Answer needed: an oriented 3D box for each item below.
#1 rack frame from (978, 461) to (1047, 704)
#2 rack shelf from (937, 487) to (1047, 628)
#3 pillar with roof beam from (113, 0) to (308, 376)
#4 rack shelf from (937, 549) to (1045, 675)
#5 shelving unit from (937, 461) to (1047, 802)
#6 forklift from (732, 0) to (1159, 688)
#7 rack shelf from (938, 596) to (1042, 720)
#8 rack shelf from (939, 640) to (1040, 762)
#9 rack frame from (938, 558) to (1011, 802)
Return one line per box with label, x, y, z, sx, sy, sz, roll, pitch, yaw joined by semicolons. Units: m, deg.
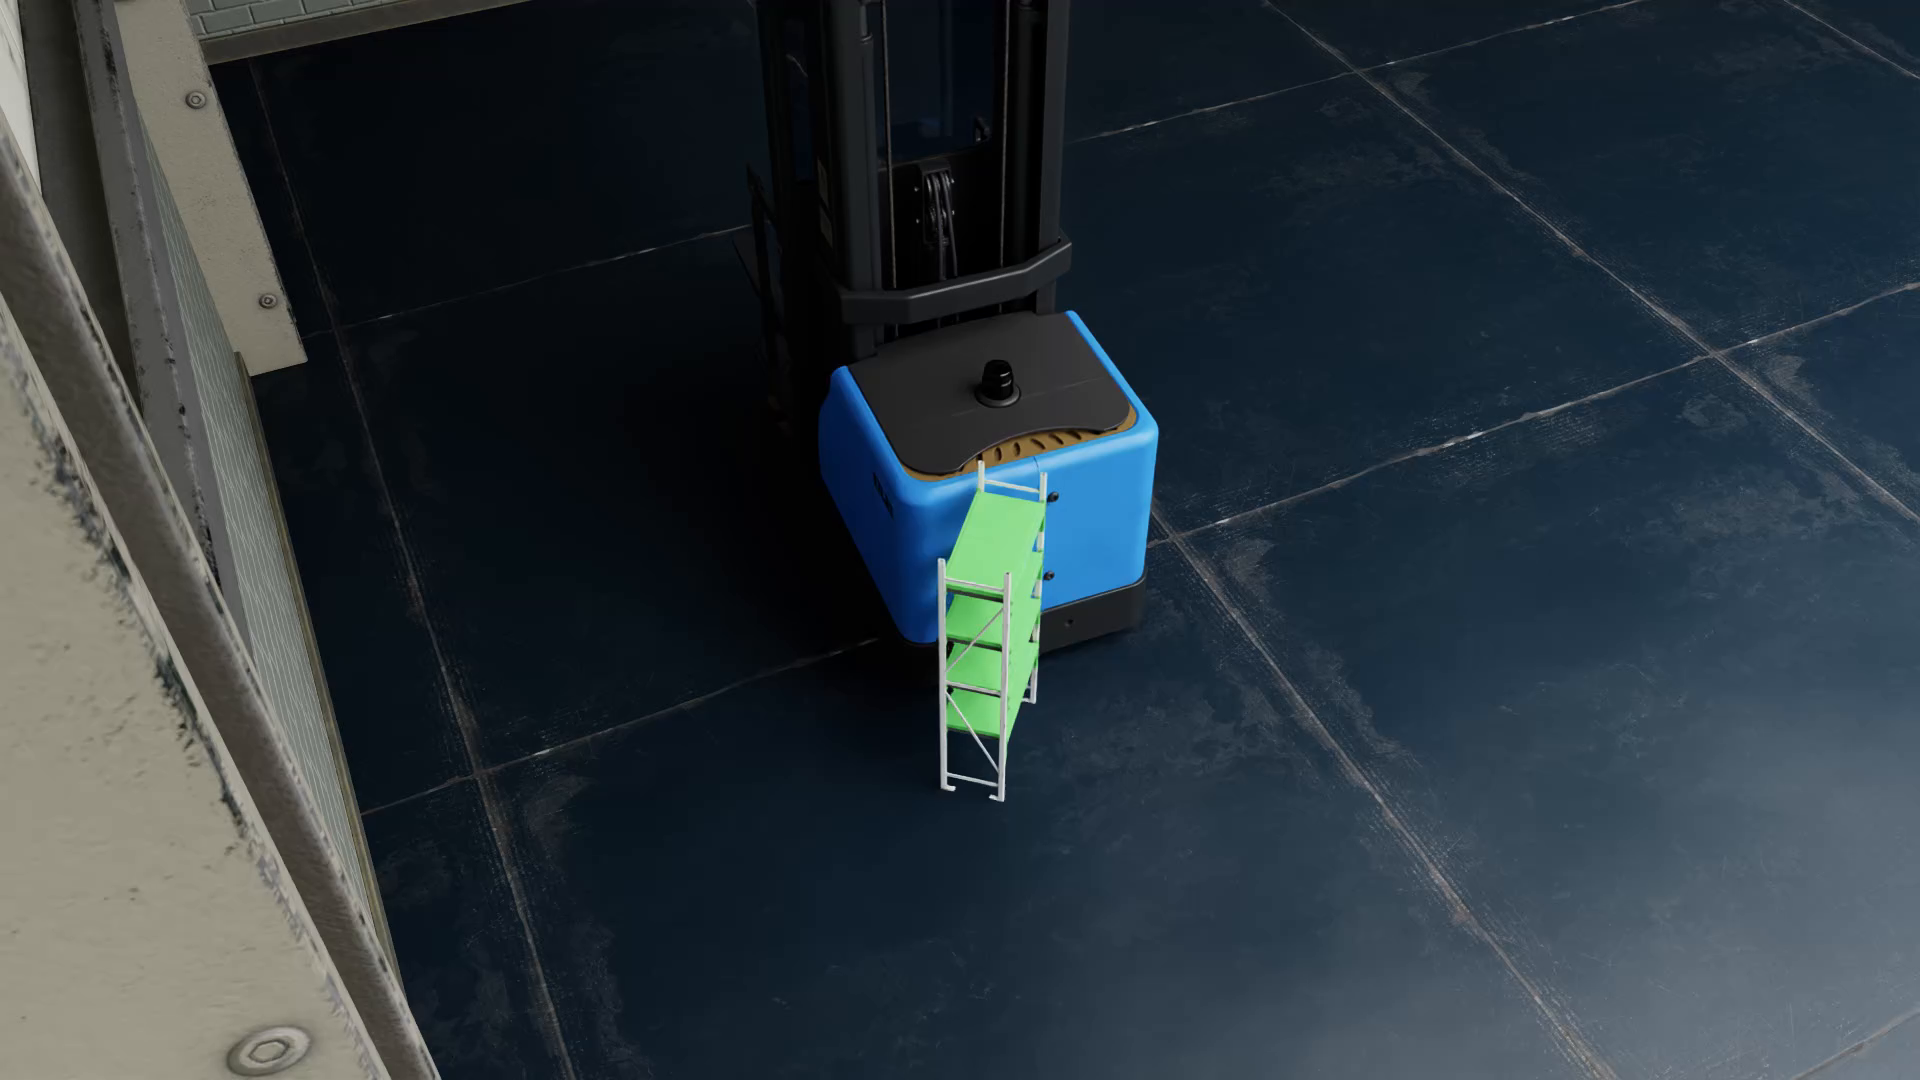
rack frame;0.178;0.183;6.079;0.240;1.200;0.015;11;46;11
rack shelf;0.112;0.052;5.619;0.258;0.148;0.480;11;46;11
pillar with roof beam;0.550;-5.414;6.199;9.100;9.000;0.400;-18;47;-17
rack shelf;0.112;0.223;5.788;0.258;0.148;0.480;11;46;11
shelving unit;0.112;0.348;5.912;0.258;1.200;0.503;11;46;11
forklift;-0.274;-1.522;6.574;1.130;2.935;3.031;-16;47;-15
rack shelf;0.112;0.394;5.957;0.258;0.148;0.480;11;46;11
rack shelf;0.112;0.564;6.125;0.258;0.148;0.480;11;46;11
rack frame;0.046;0.513;5.745;0.240;1.200;0.015;11;46;11
